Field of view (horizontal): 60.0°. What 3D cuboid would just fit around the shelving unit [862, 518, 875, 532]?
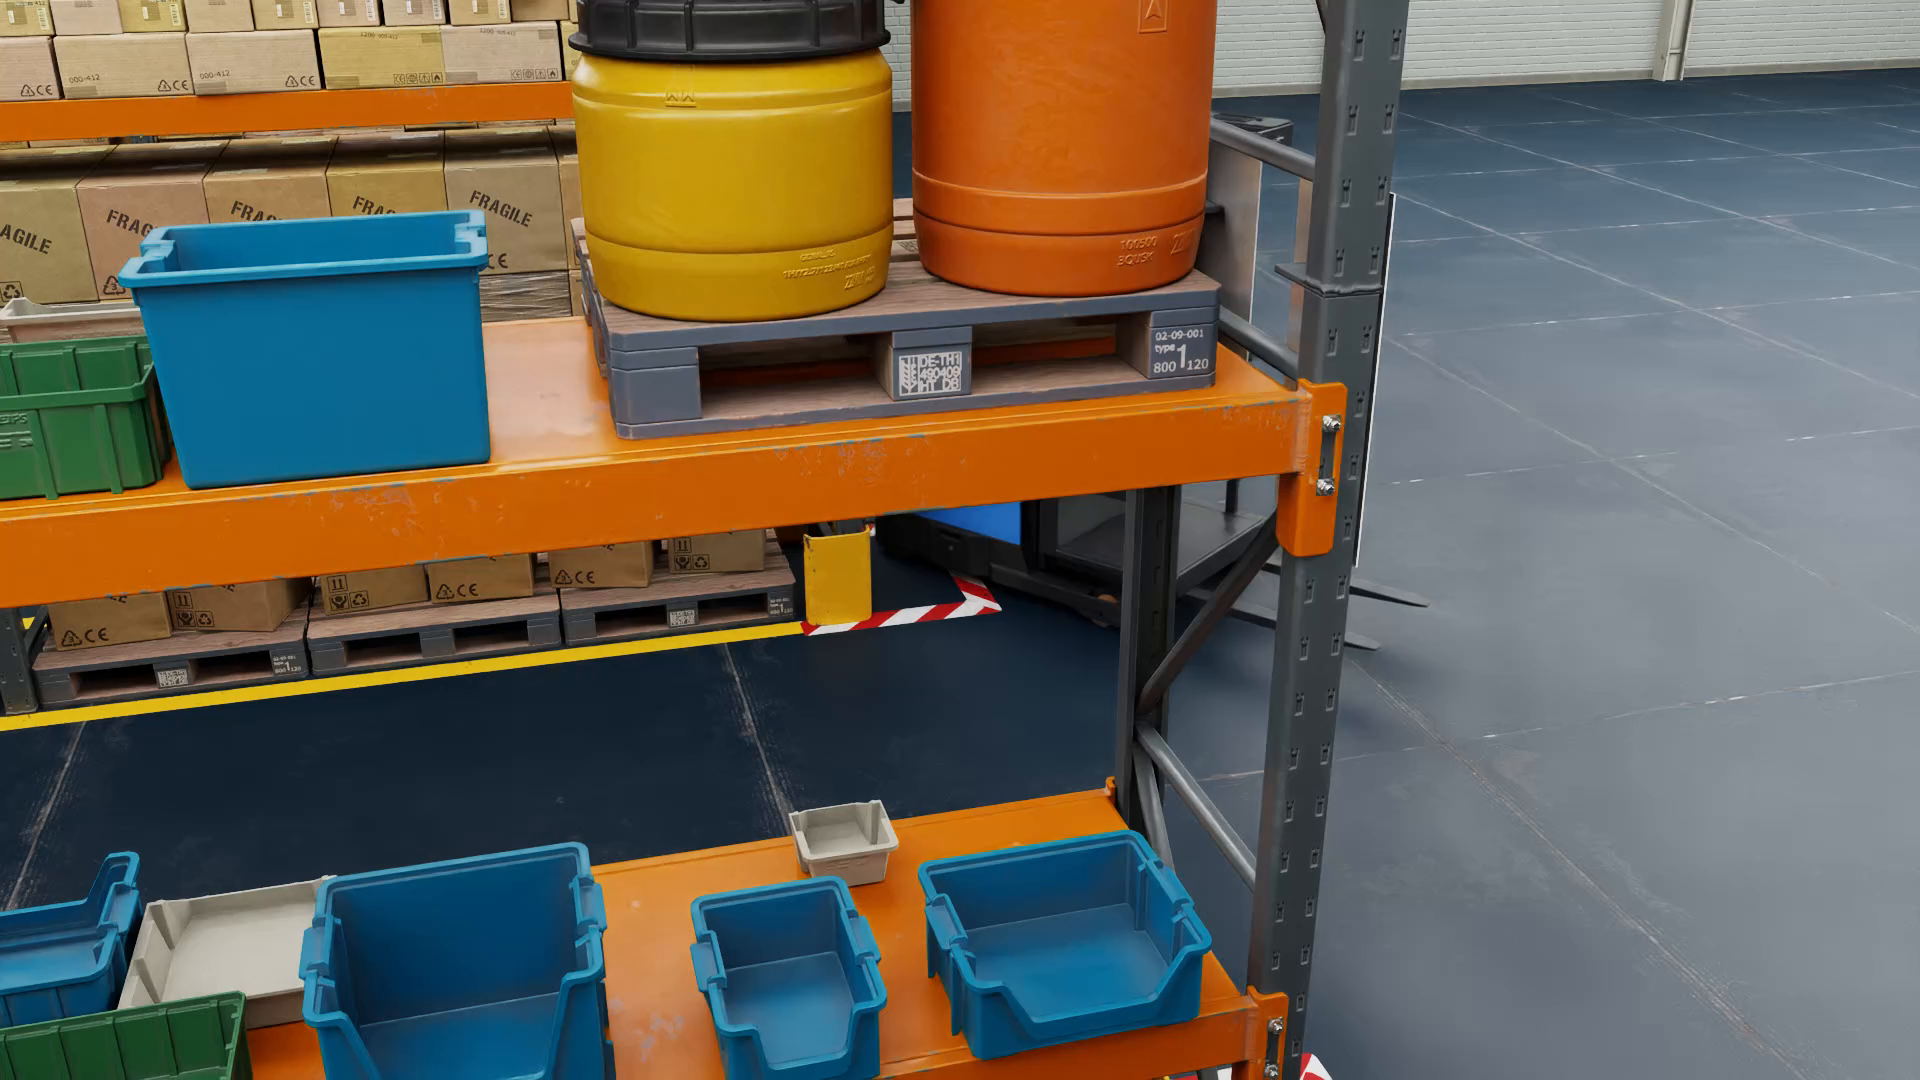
[{"bbox_3d":[-0.446,-0.561,9.726,0.215,1.050,0.252,8,25,18],"label":"shelving unit"}]

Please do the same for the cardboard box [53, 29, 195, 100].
[{"bbox_3d":[-3.544,-2.062,7.137,0.500,0.250,0.500,-7,24,-15],"label":"cardboard box"}]

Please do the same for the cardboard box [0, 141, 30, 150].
[{"bbox_3d":[-6.768,-3.032,11.617,0.500,0.500,0.700,-7,24,-15],"label":"cardboard box"}]

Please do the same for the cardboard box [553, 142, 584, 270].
[{"bbox_3d":[-1.645,-1.604,7.911,0.500,0.500,0.500,-6,24,-14],"label":"cardboard box"}]

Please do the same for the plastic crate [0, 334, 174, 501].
[{"bbox_3d":[-1.624,-0.209,2.897,0.450,0.188,0.336,-6,24,-14],"label":"plastic crate"}]

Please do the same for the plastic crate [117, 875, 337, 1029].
[{"bbox_3d":[-1.721,0.989,3.975,0.437,0.136,0.530,-6,24,-14],"label":"plastic crate"}]

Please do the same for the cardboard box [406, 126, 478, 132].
[{"bbox_3d":[-3.886,-2.924,12.571,0.500,0.550,0.875,-6,24,-14],"label":"cardboard box"}]

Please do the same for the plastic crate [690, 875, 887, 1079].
[{"bbox_3d":[-0.393,1.013,3.773,0.408,0.251,0.499,-6,24,-14],"label":"plastic crate"}]

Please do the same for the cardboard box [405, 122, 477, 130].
[{"bbox_3d":[-3.869,-3.396,12.301,0.500,0.550,0.875,-6,24,-14],"label":"cardboard box"}]

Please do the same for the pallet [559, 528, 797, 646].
[{"bbox_3d":[-1.568,0.193,9.032,1.213,0.211,1.003,-6,24,-14],"label":"pallet"}]

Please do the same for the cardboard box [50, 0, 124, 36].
[{"bbox_3d":[-3.652,-2.229,7.021,0.250,0.149,0.380,-6,24,-14],"label":"cardboard box"}]

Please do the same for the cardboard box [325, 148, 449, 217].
[{"bbox_3d":[-2.611,-1.501,7.672,0.500,0.500,0.500,-6,24,-14],"label":"cardboard box"}]

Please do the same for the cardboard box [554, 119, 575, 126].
[{"bbox_3d":[-2.814,-3.008,12.767,0.550,0.550,0.875,-6,24,-14],"label":"cardboard box"}]

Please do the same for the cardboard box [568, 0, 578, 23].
[{"bbox_3d":[-1.637,-2.424,7.476,0.250,0.149,0.380,-6,24,-14],"label":"cardboard box"}]

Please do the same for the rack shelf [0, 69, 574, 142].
[{"bbox_3d":[-2.628,-2.004,7.725,4.000,0.370,1.077,-6,24,-14],"label":"rack shelf"}]

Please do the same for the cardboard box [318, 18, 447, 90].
[{"bbox_3d":[-2.557,-2.170,7.389,0.500,0.250,0.500,-7,24,-15],"label":"cardboard box"}]

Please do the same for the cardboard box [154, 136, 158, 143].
[{"bbox_3d":[-9.824,-5.352,20.898,0.625,0.625,0.875,-7,24,-15],"label":"cardboard box"}]

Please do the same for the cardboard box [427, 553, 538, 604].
[{"bbox_3d":[-2.483,-0.017,8.624,0.500,0.500,0.500,-4,24,-9],"label":"cardboard box"}]

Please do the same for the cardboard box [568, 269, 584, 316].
[{"bbox_3d":[-1.689,-1.205,8.250,0.500,0.500,0.875,-6,24,-14],"label":"cardboard box"}]

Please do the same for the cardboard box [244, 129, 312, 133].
[{"bbox_3d":[-4.934,-3.331,12.150,0.550,0.550,0.875,-6,24,-14],"label":"cardboard box"}]

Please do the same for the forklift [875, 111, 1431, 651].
[{"bbox_3d":[0.990,-1.084,8.558,3.031,2.935,1.130,17,28,34],"label":"forklift"}]

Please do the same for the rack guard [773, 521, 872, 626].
[{"bbox_3d":[-0.776,-0.012,9.145,0.348,0.500,1.175,-6,24,-14],"label":"rack guard"}]

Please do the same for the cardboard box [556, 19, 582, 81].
[{"bbox_3d":[-1.578,-2.277,7.638,0.500,0.250,0.500,-6,24,-14],"label":"cardboard box"}]

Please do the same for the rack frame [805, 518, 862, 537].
[{"bbox_3d":[-0.703,-1.169,8.671,0.127,3.000,1.000,-6,24,-14],"label":"rack frame"}]

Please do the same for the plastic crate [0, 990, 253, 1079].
[{"bbox_3d":[-1.833,1.197,3.425,0.662,0.188,0.450,-6,24,-14],"label":"plastic crate"}]

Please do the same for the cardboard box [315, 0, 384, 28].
[{"bbox_3d":[-2.674,-2.347,7.297,0.250,0.149,0.380,-6,24,-13],"label":"cardboard box"}]

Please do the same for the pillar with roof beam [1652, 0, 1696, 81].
[{"bbox_3d":[12.856,-10.124,21.931,0.400,9.000,9.100,-6,24,-14],"label":"pillar with roof beam"}]

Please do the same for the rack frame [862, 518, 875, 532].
[{"bbox_3d":[-0.488,-0.516,9.620,0.200,1.050,0.008,8,25,18],"label":"rack frame"}]

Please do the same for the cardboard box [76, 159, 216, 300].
[{"bbox_3d":[-3.571,-1.391,7.415,0.500,0.500,0.500,-6,24,-14],"label":"cardboard box"}]

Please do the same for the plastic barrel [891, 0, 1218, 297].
[{"bbox_3d":[0.201,-0.958,3.297,0.708,0.830,0.600,-6,24,-14],"label":"plastic barrel"}]

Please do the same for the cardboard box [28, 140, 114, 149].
[{"bbox_3d":[-6.227,-2.526,11.706,0.500,0.500,0.500,-6,24,-15],"label":"cardboard box"}]

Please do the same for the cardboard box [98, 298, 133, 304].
[{"bbox_3d":[-3.613,-0.990,7.750,0.500,0.500,0.875,-6,24,-14],"label":"cardboard box"}]

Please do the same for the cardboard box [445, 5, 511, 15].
[{"bbox_3d":[-2.209,-2.417,7.965,0.500,0.250,0.500,-6,24,-15],"label":"cardboard box"}]

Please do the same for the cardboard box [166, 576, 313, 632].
[{"bbox_3d":[-3.609,0.121,8.301,0.500,0.500,0.500,1,23,3],"label":"cardboard box"}]

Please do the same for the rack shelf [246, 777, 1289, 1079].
[{"bbox_3d":[-1.291,1.255,3.934,4.000,0.370,1.077,-6,24,-14],"label":"rack shelf"}]

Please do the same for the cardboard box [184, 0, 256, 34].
[{"bbox_3d":[-3.149,-2.266,7.108,0.250,0.149,0.380,-7,24,-15],"label":"cardboard box"}]

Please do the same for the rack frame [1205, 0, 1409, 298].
[{"bbox_3d":[0.635,-2.046,3.106,0.127,3.000,1.000,-6,24,-14],"label":"rack frame"}]

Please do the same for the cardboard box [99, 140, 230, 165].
[{"bbox_3d":[-3.714,-1.592,7.883,0.500,0.500,0.500,-6,24,-14],"label":"cardboard box"}]

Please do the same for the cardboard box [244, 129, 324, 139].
[{"bbox_3d":[-4.921,-2.817,12.321,0.550,0.550,0.875,-6,24,-14],"label":"cardboard box"}]

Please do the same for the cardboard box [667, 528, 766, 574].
[{"bbox_3d":[-1.309,-0.153,8.941,0.500,0.500,0.500,-2,23,-5],"label":"cardboard box"}]

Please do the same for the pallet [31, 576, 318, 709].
[{"bbox_3d":[-3.917,0.453,8.426,1.213,0.211,1.003,-6,24,-14],"label":"pallet"}]

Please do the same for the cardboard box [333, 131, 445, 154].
[{"bbox_3d":[-2.750,-1.696,8.127,0.500,0.500,0.500,-6,24,-14],"label":"cardboard box"}]

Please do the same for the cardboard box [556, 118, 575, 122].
[{"bbox_3d":[-2.818,-3.510,12.566,0.550,0.550,0.875,-6,24,-14],"label":"cardboard box"}]

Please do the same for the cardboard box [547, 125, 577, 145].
[{"bbox_3d":[-1.789,-1.806,8.382,0.500,0.500,0.500,-6,24,-14],"label":"cardboard box"}]

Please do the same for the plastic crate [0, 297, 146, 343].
[{"bbox_3d":[-1.780,-0.445,3.512,0.396,0.136,0.243,-6,24,-14],"label":"plastic crate"}]

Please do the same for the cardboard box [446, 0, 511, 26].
[{"bbox_3d":[-2.141,-2.378,7.369,0.250,0.149,0.380,-8,24,-17],"label":"cardboard box"}]

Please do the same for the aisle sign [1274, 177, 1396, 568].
[{"bbox_3d":[0.785,-0.378,3.531,0.004,0.787,0.394,-6,24,-14],"label":"aisle sign"}]
